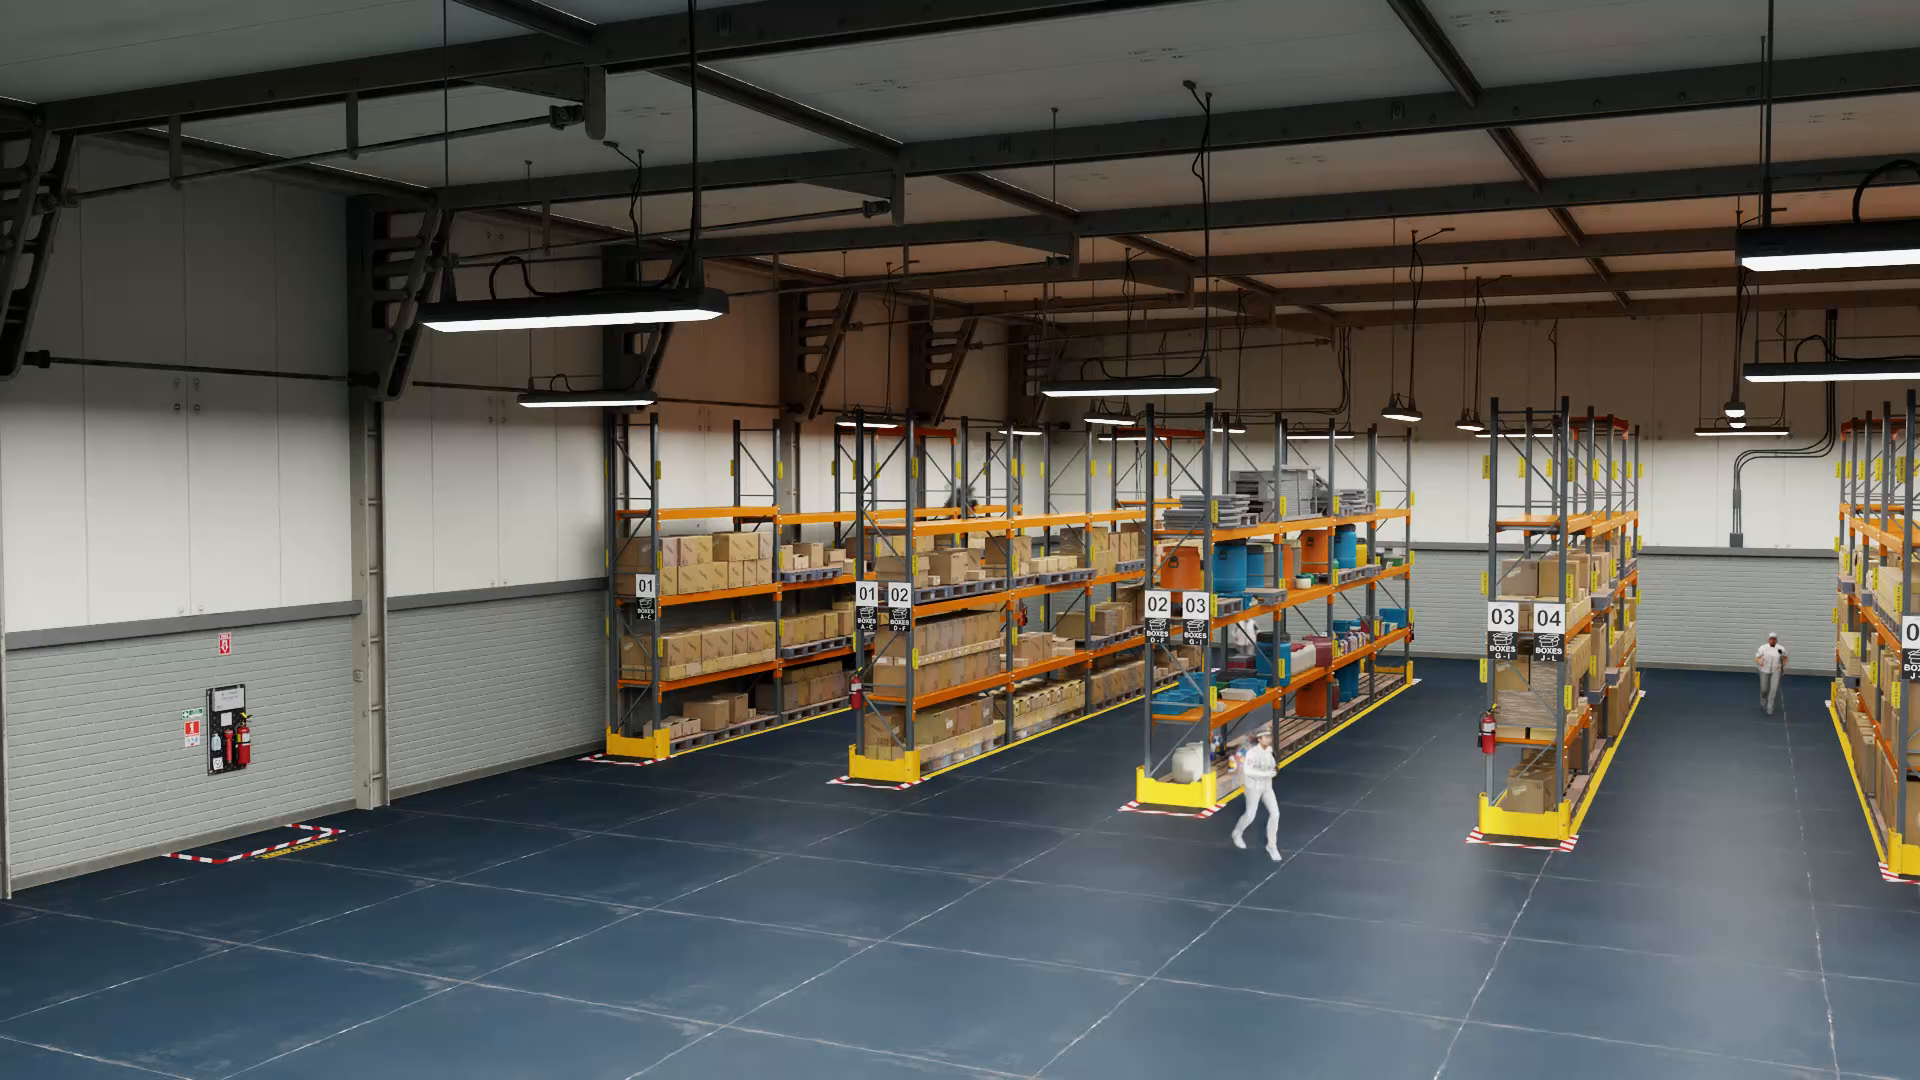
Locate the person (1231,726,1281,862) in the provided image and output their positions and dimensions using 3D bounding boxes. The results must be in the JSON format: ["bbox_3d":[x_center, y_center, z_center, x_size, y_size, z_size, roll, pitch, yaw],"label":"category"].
[{"bbox_3d":[3.855,3.256,21.596,0.638,1.731,0.884,-2,3,-35],"label":"person"}]

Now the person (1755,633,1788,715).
[{"bbox_3d":[16.729,2.747,34.290,0.610,1.665,0.872,1,3,23],"label":"person"}]

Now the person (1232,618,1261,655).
[{"bbox_3d":[6.781,2.487,39.453,0.676,1.772,0.852,1,2,15],"label":"person"}]
